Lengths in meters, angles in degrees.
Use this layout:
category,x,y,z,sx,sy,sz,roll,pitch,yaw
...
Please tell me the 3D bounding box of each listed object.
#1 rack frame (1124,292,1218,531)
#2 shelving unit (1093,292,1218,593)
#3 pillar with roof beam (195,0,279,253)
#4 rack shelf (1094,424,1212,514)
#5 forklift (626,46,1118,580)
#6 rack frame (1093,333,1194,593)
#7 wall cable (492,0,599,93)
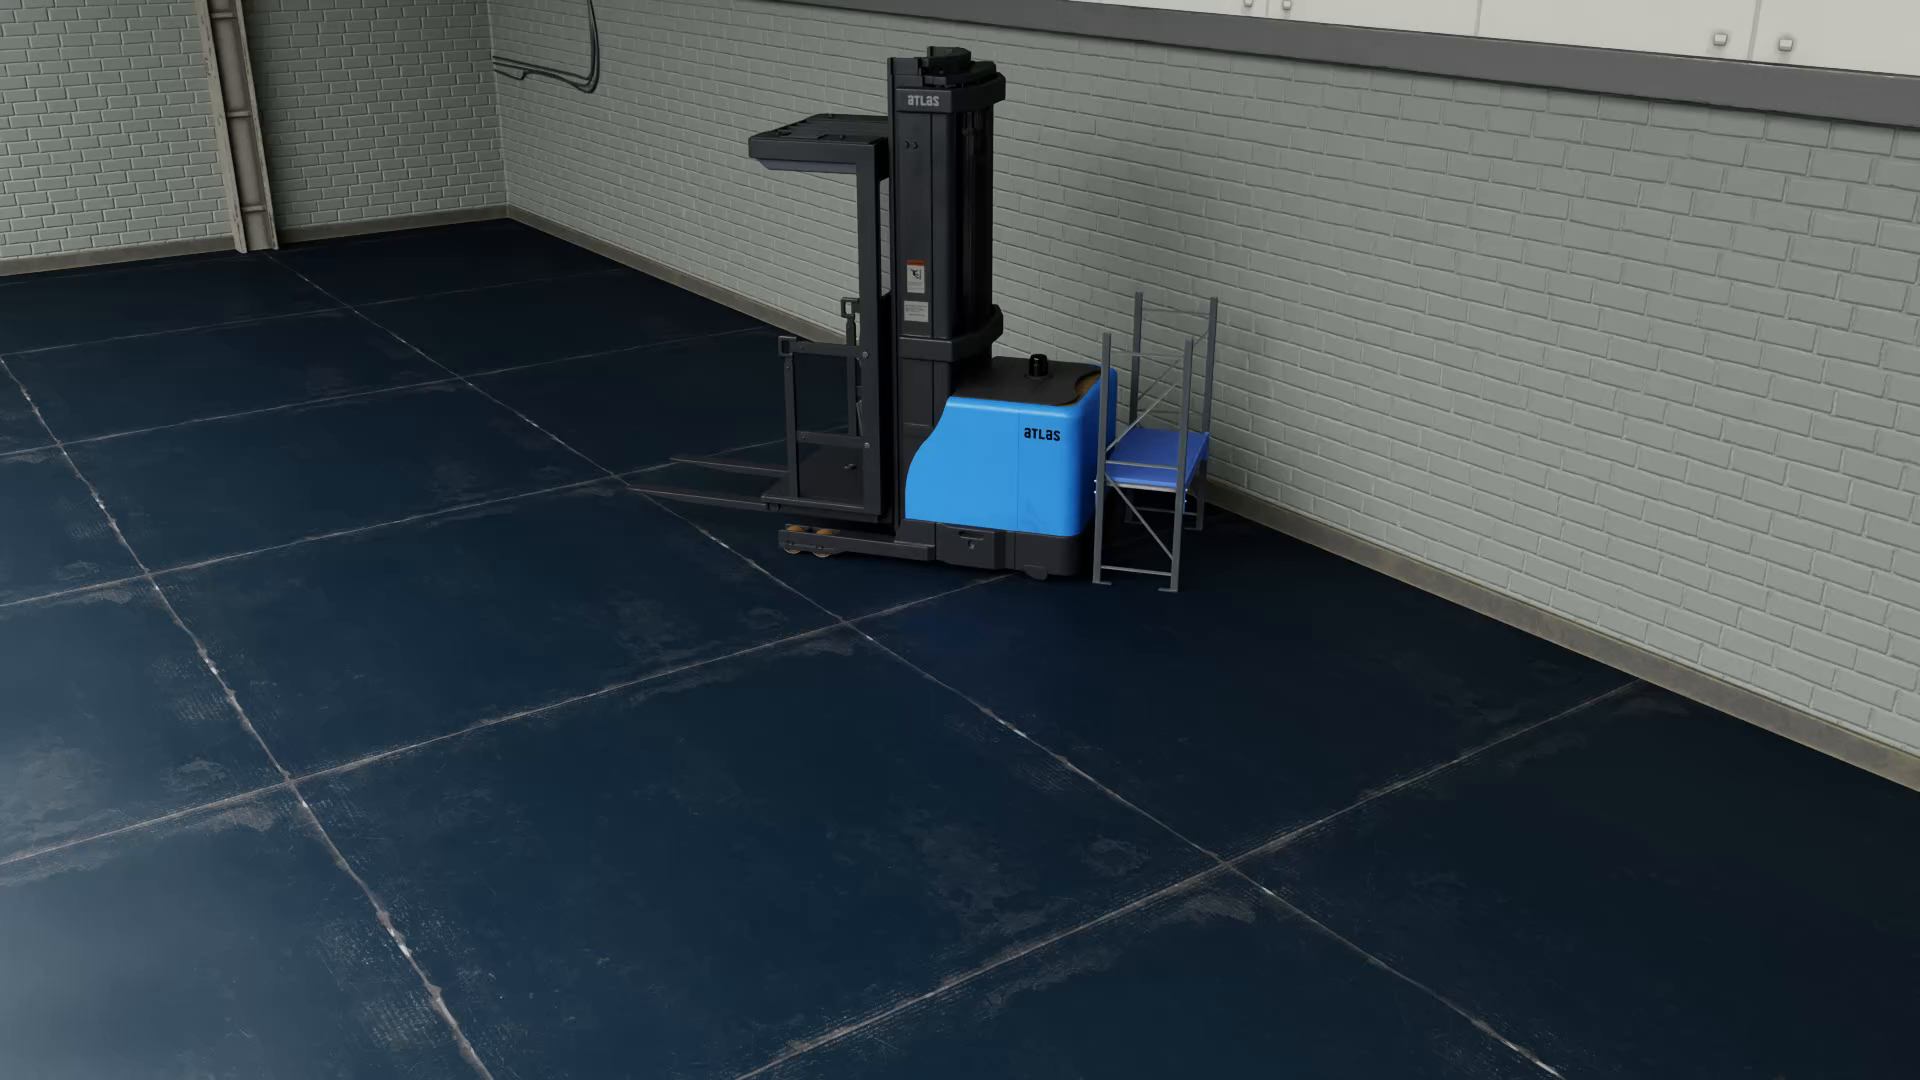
category,x,y,z,sx,sy,sz,roll,pitch,yaw
rack frame,1.304,-0.785,10.336,0.500,1.500,0.032,6,23,14
shelving unit,1.166,-0.604,9.882,0.538,1.500,1.048,6,23,14
pillar with roof beam,-5.319,-6.131,13.620,0.400,9.000,9.100,-15,26,-33
rack shelf,1.165,-0.437,9.949,0.538,0.185,1.000,6,23,14
forklift,-0.598,-1.433,10.033,3.031,2.935,1.130,7,23,17
rack frame,1.028,-0.423,9.428,0.500,1.500,0.032,6,23,14
wall cable,-4.670,-6.224,18.042,0.112,2.526,3.097,-15,26,-33
